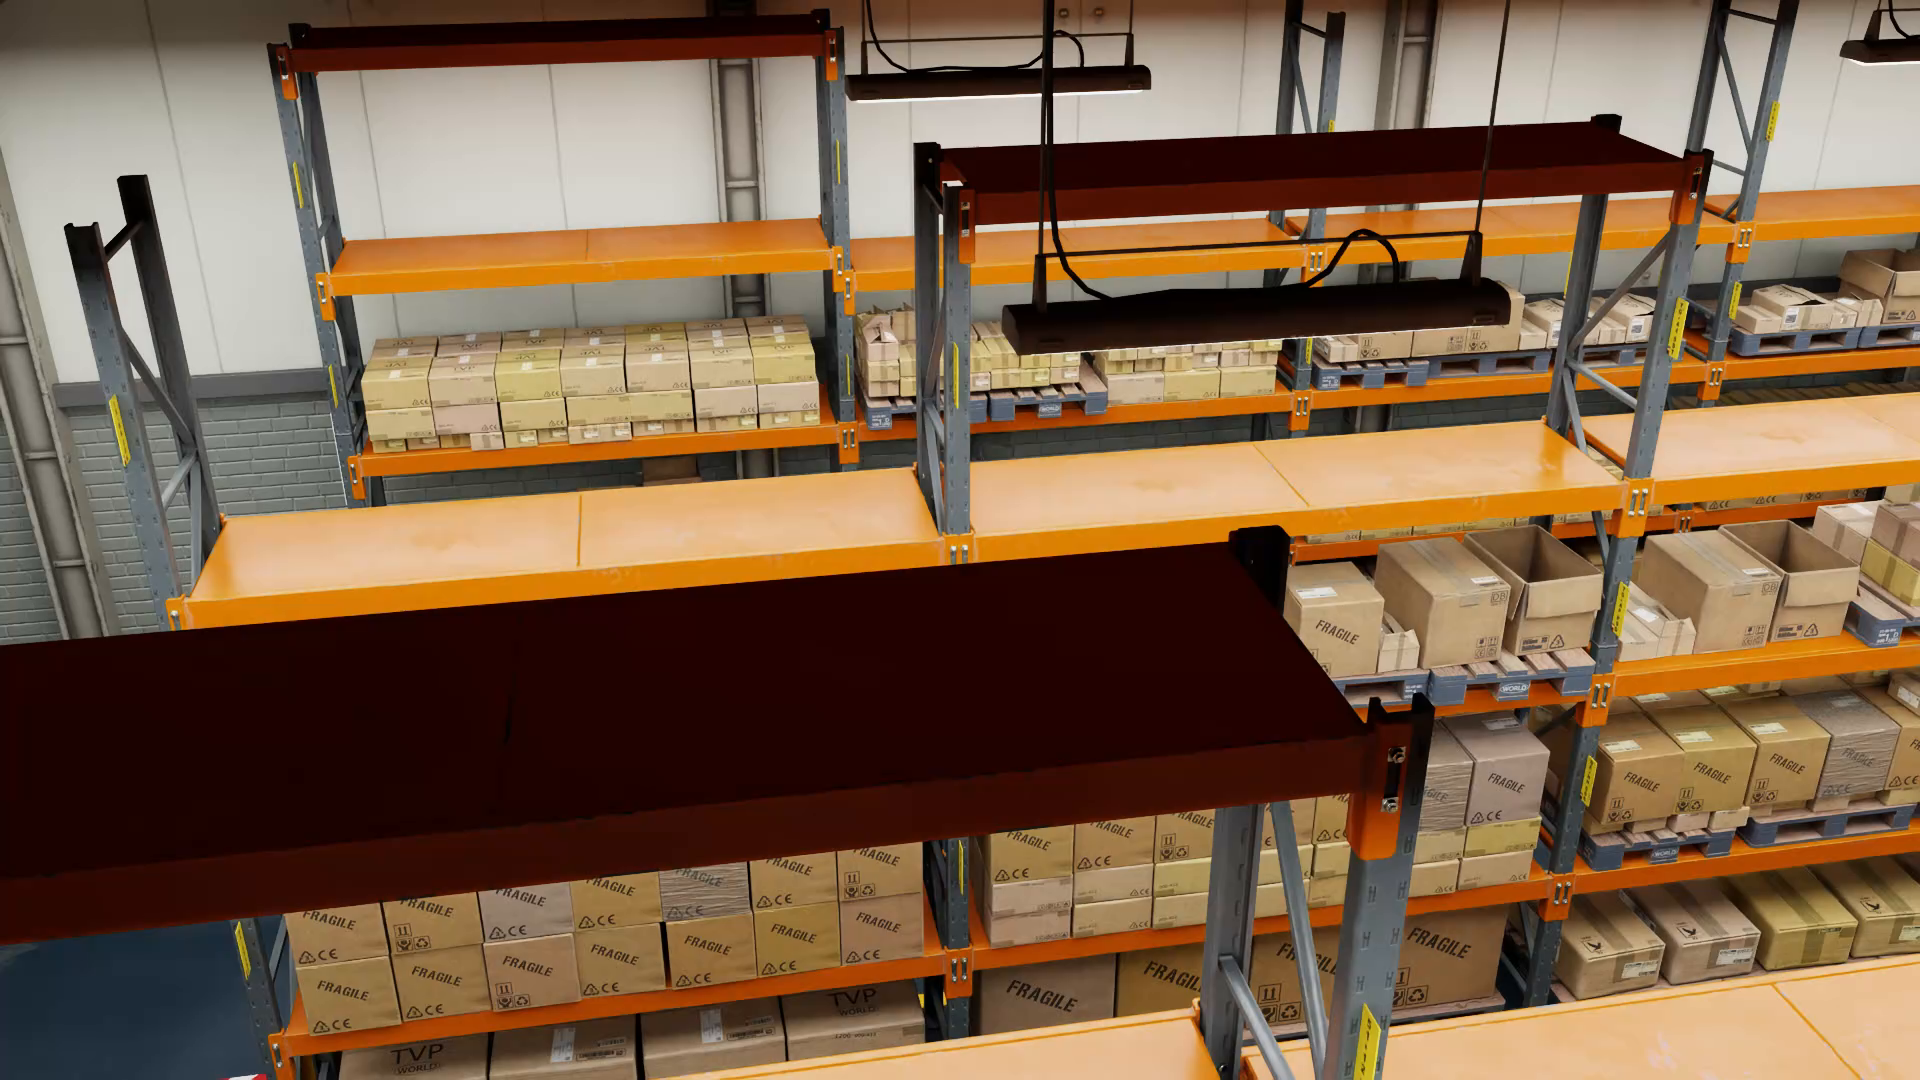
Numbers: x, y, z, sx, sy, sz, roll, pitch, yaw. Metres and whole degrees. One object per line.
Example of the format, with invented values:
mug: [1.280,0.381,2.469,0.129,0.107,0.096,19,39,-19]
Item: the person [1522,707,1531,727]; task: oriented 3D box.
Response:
person: [4.759,1.513,13.380,0.806,1.681,0.511,-5,26,-11]
